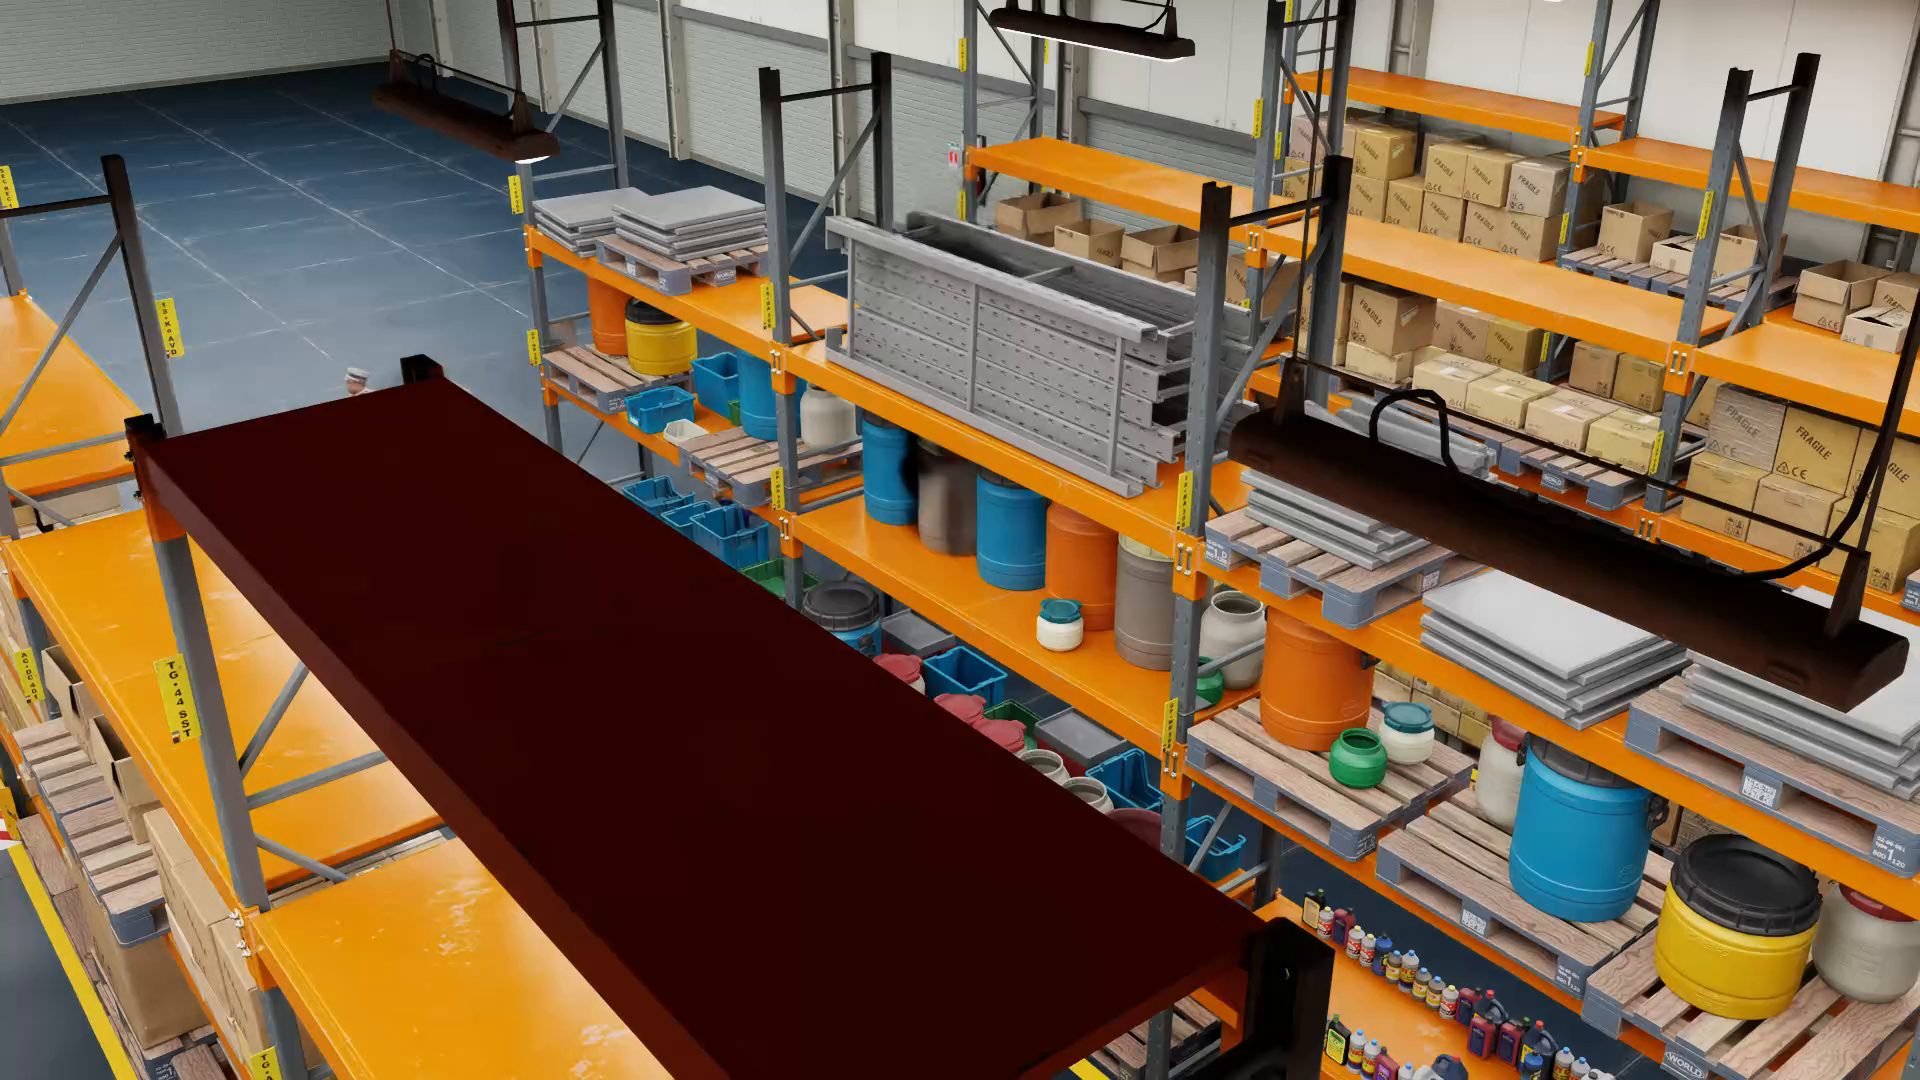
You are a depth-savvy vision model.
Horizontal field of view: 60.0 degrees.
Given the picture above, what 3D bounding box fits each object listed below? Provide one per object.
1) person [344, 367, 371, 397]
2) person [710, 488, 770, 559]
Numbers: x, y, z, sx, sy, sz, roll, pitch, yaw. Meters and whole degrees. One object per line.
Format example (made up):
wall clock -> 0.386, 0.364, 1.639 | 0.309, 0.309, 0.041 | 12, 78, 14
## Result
person -> -6.581, -1.051, 18.439 | 0.801, 1.827, 0.611 | -5, 26, -11
person -> -2.263, -0.310, 17.118 | 0.681, 1.653, 0.672 | 11, 28, 22
